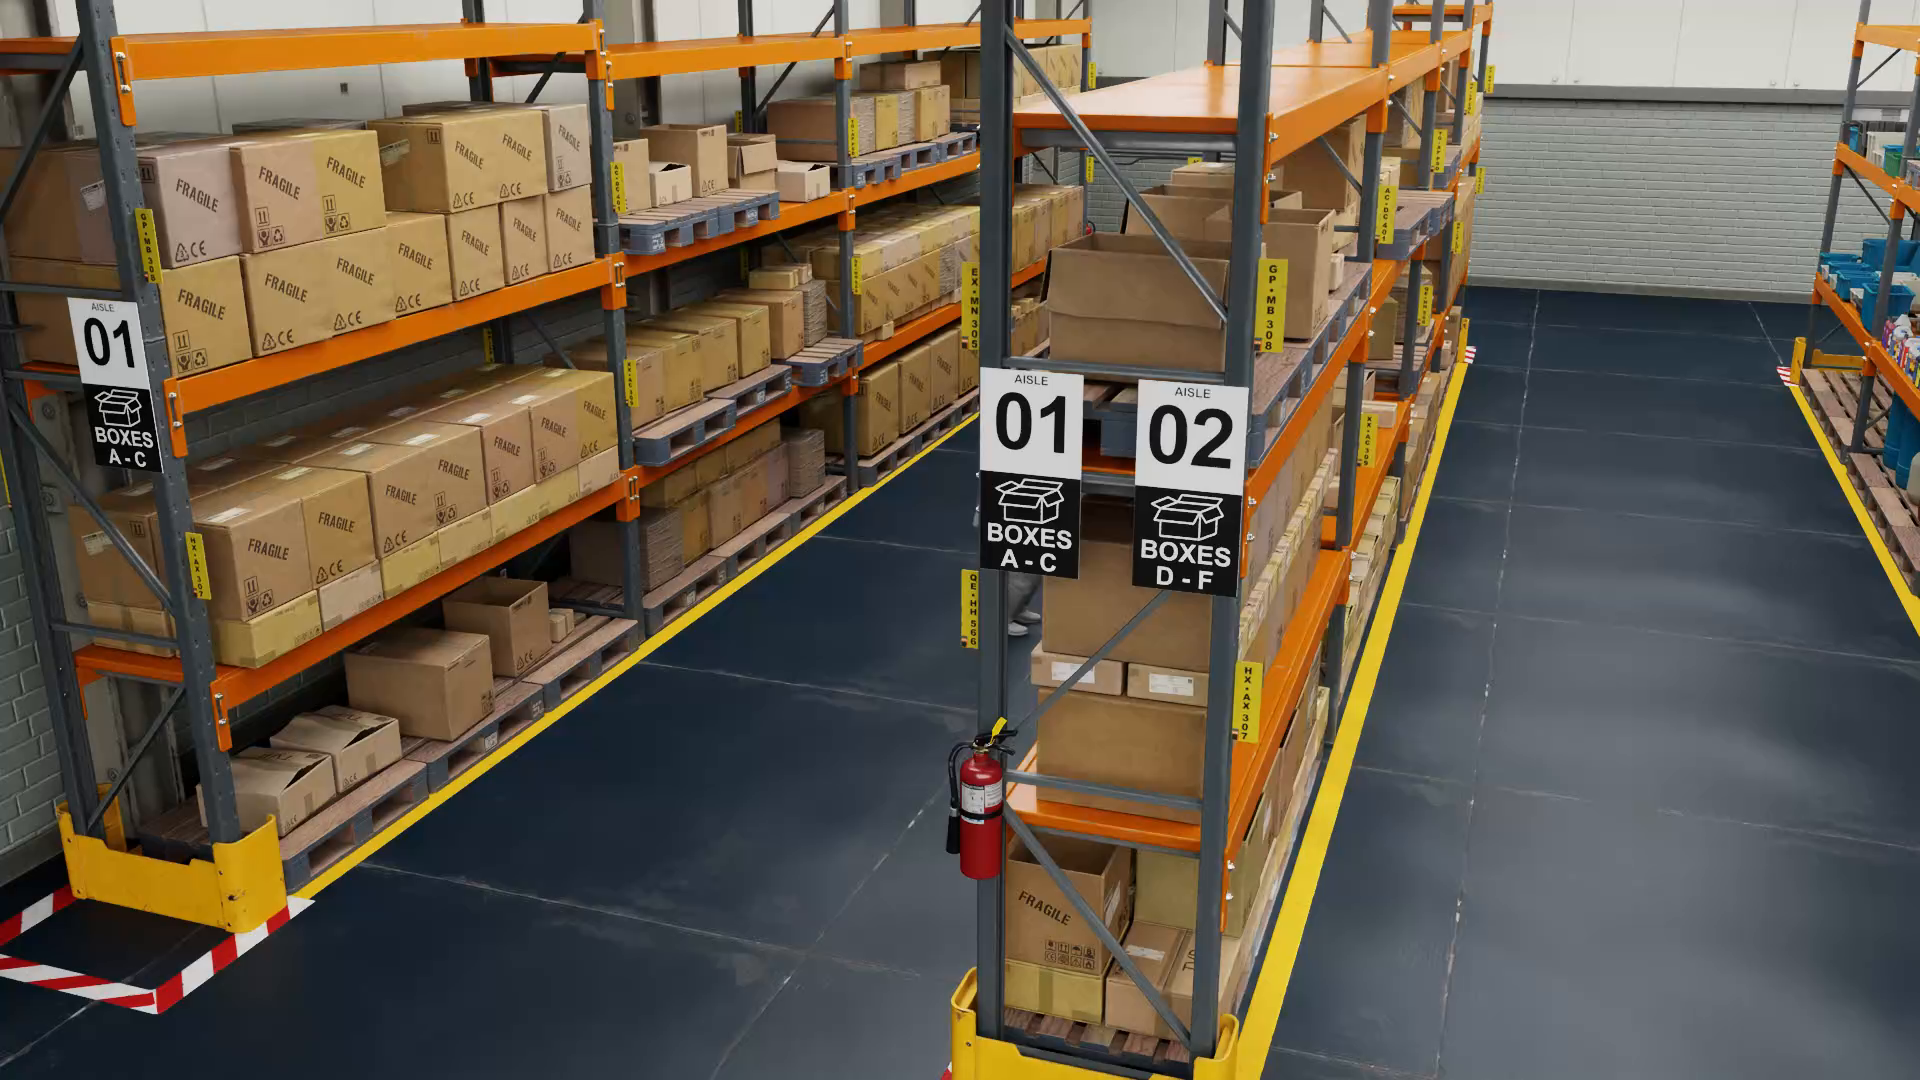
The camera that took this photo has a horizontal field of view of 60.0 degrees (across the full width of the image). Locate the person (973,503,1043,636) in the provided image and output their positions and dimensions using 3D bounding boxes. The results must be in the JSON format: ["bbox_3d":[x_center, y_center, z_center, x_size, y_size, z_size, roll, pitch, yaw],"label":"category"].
[{"bbox_3d":[0.452,-0.100,12.168,0.671,1.559,0.588,6,20,19],"label":"person"}]
